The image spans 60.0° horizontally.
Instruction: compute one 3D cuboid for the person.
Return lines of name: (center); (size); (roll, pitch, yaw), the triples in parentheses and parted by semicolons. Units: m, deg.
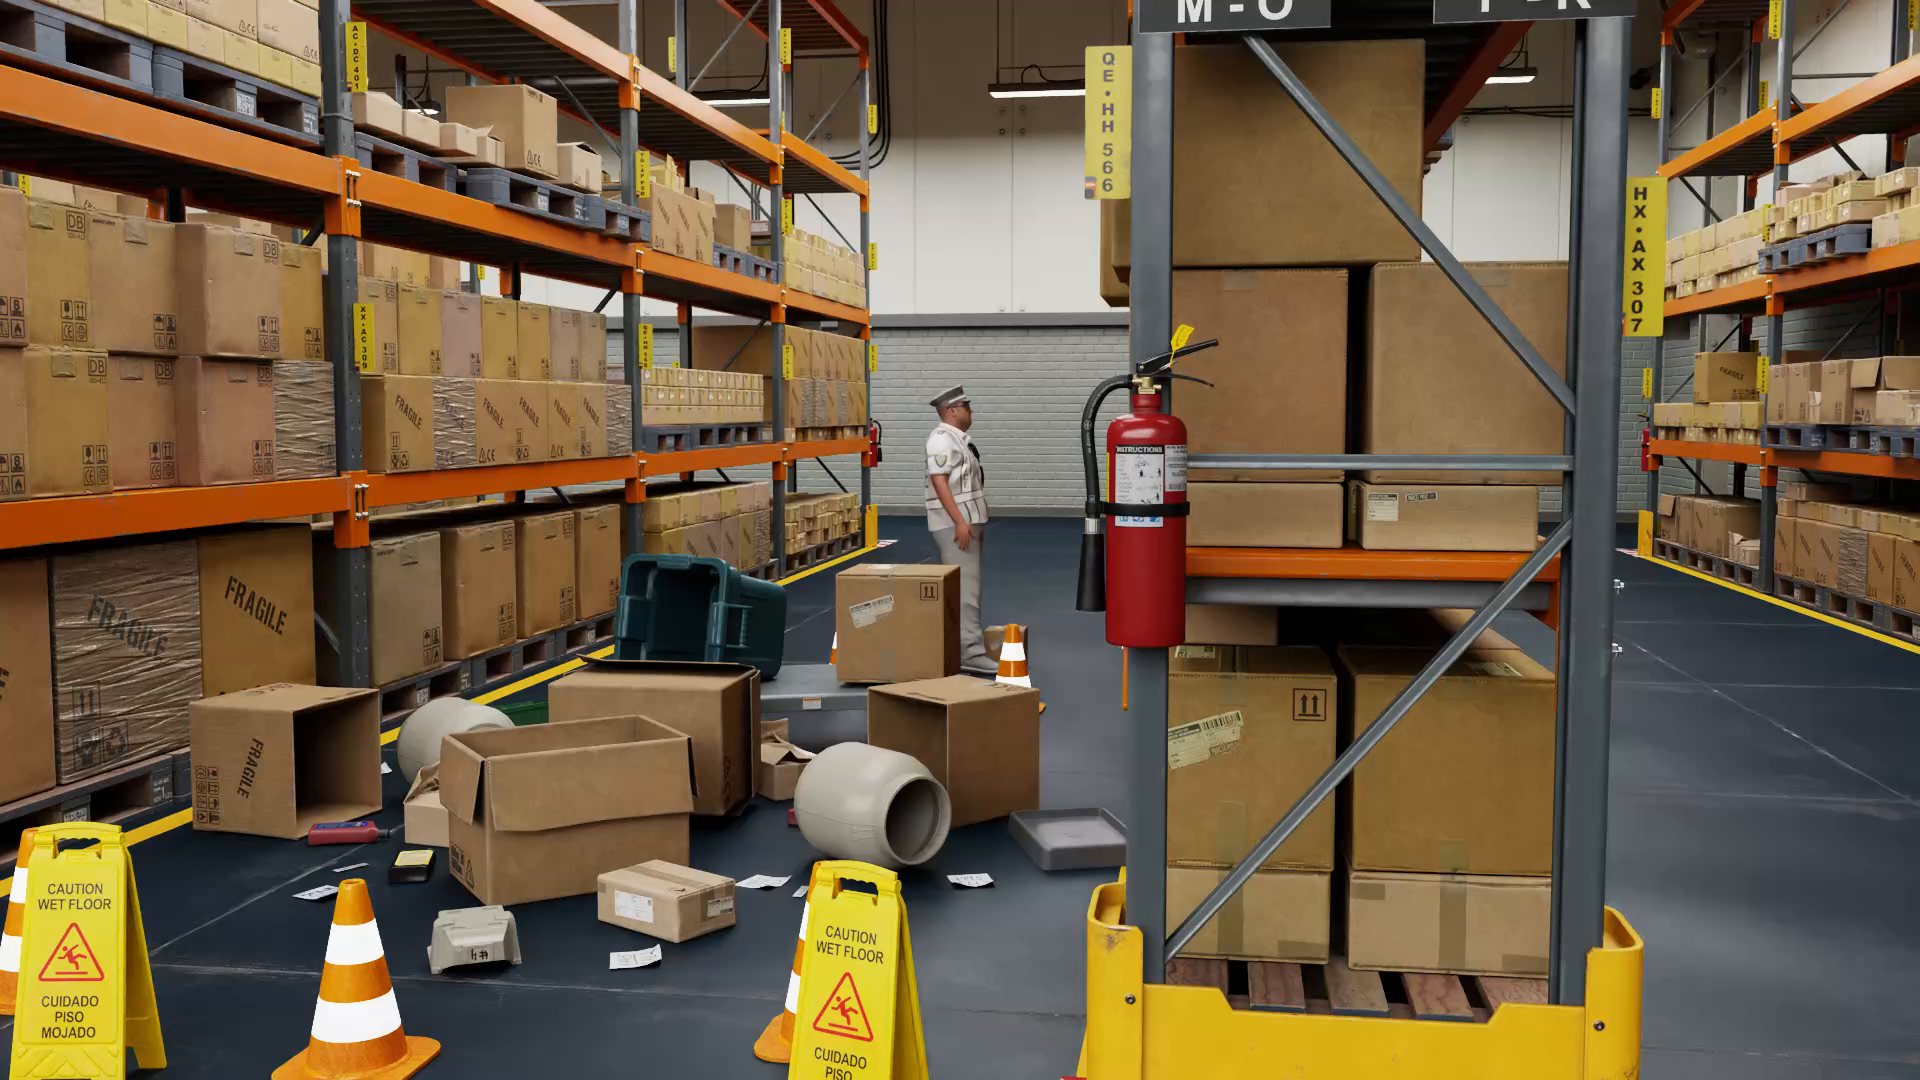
person: (0.074, -0.089, 10.430); (0.575, 1.782, 0.635); (1, 4, 9)
